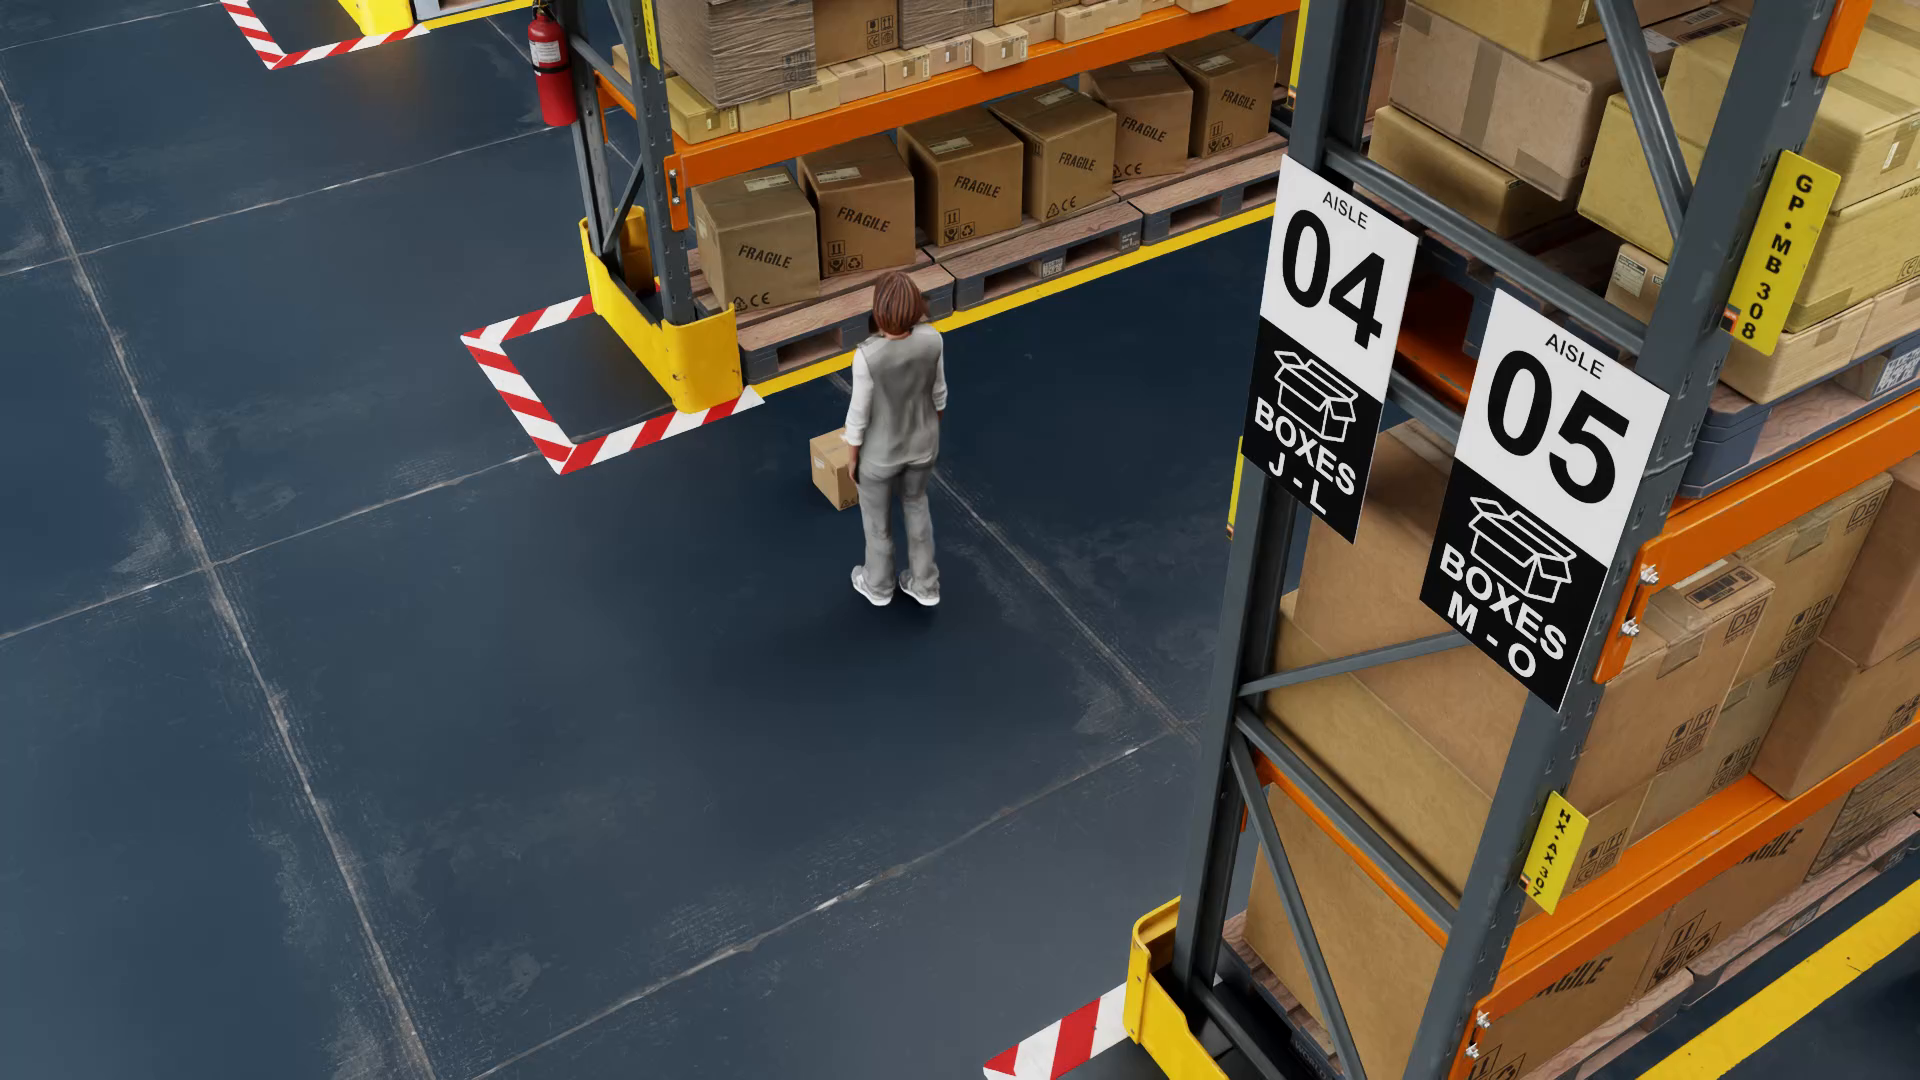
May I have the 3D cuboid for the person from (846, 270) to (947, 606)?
[{"bbox_3d":[-0.255,-0.366,6.570,0.429,1.608,0.427,-17,44,-19],"label":"person"}]
